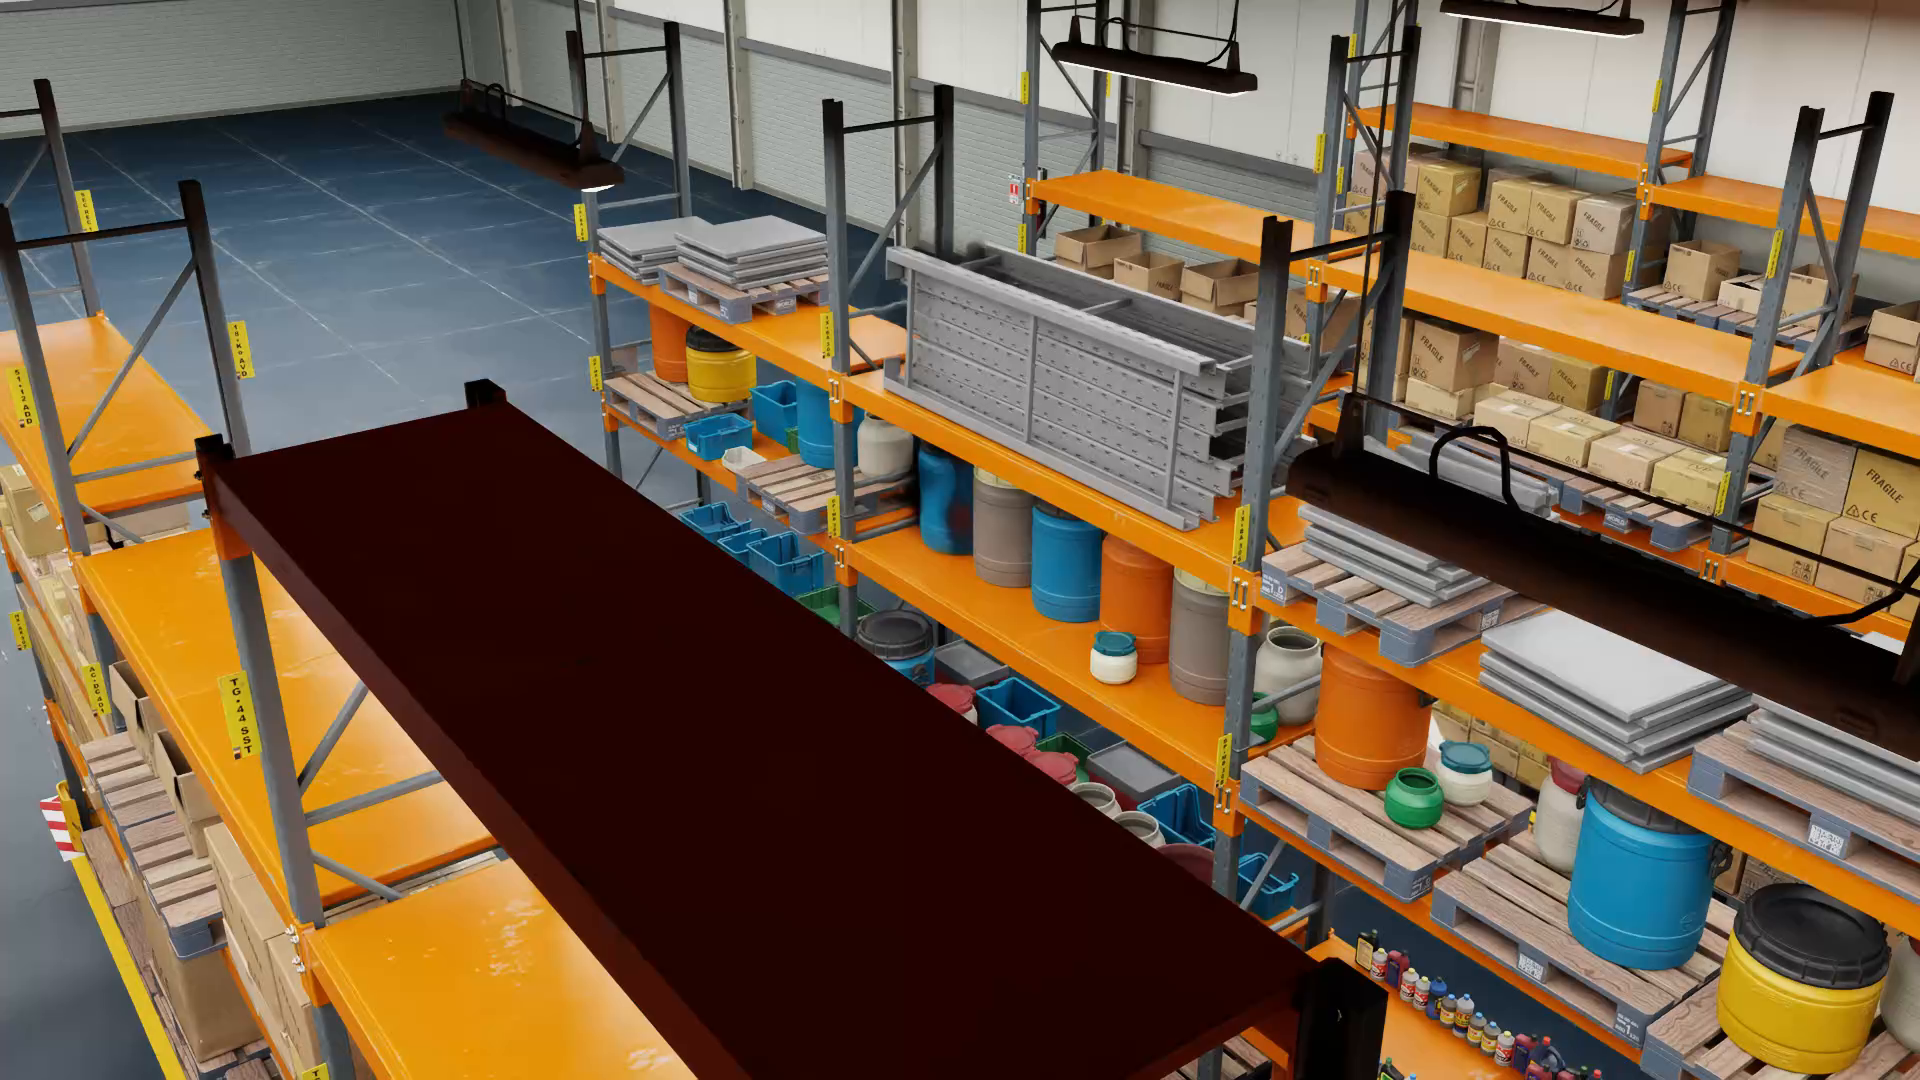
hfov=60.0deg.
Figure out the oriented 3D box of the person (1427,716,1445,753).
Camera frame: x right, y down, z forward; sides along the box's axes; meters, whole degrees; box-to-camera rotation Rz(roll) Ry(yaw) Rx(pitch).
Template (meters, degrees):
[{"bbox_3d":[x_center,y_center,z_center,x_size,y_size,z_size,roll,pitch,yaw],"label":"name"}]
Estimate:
[{"bbox_3d":[3.511,1.893,12.638,0.990,1.563,0.658,14,28,28],"label":"person"}]
